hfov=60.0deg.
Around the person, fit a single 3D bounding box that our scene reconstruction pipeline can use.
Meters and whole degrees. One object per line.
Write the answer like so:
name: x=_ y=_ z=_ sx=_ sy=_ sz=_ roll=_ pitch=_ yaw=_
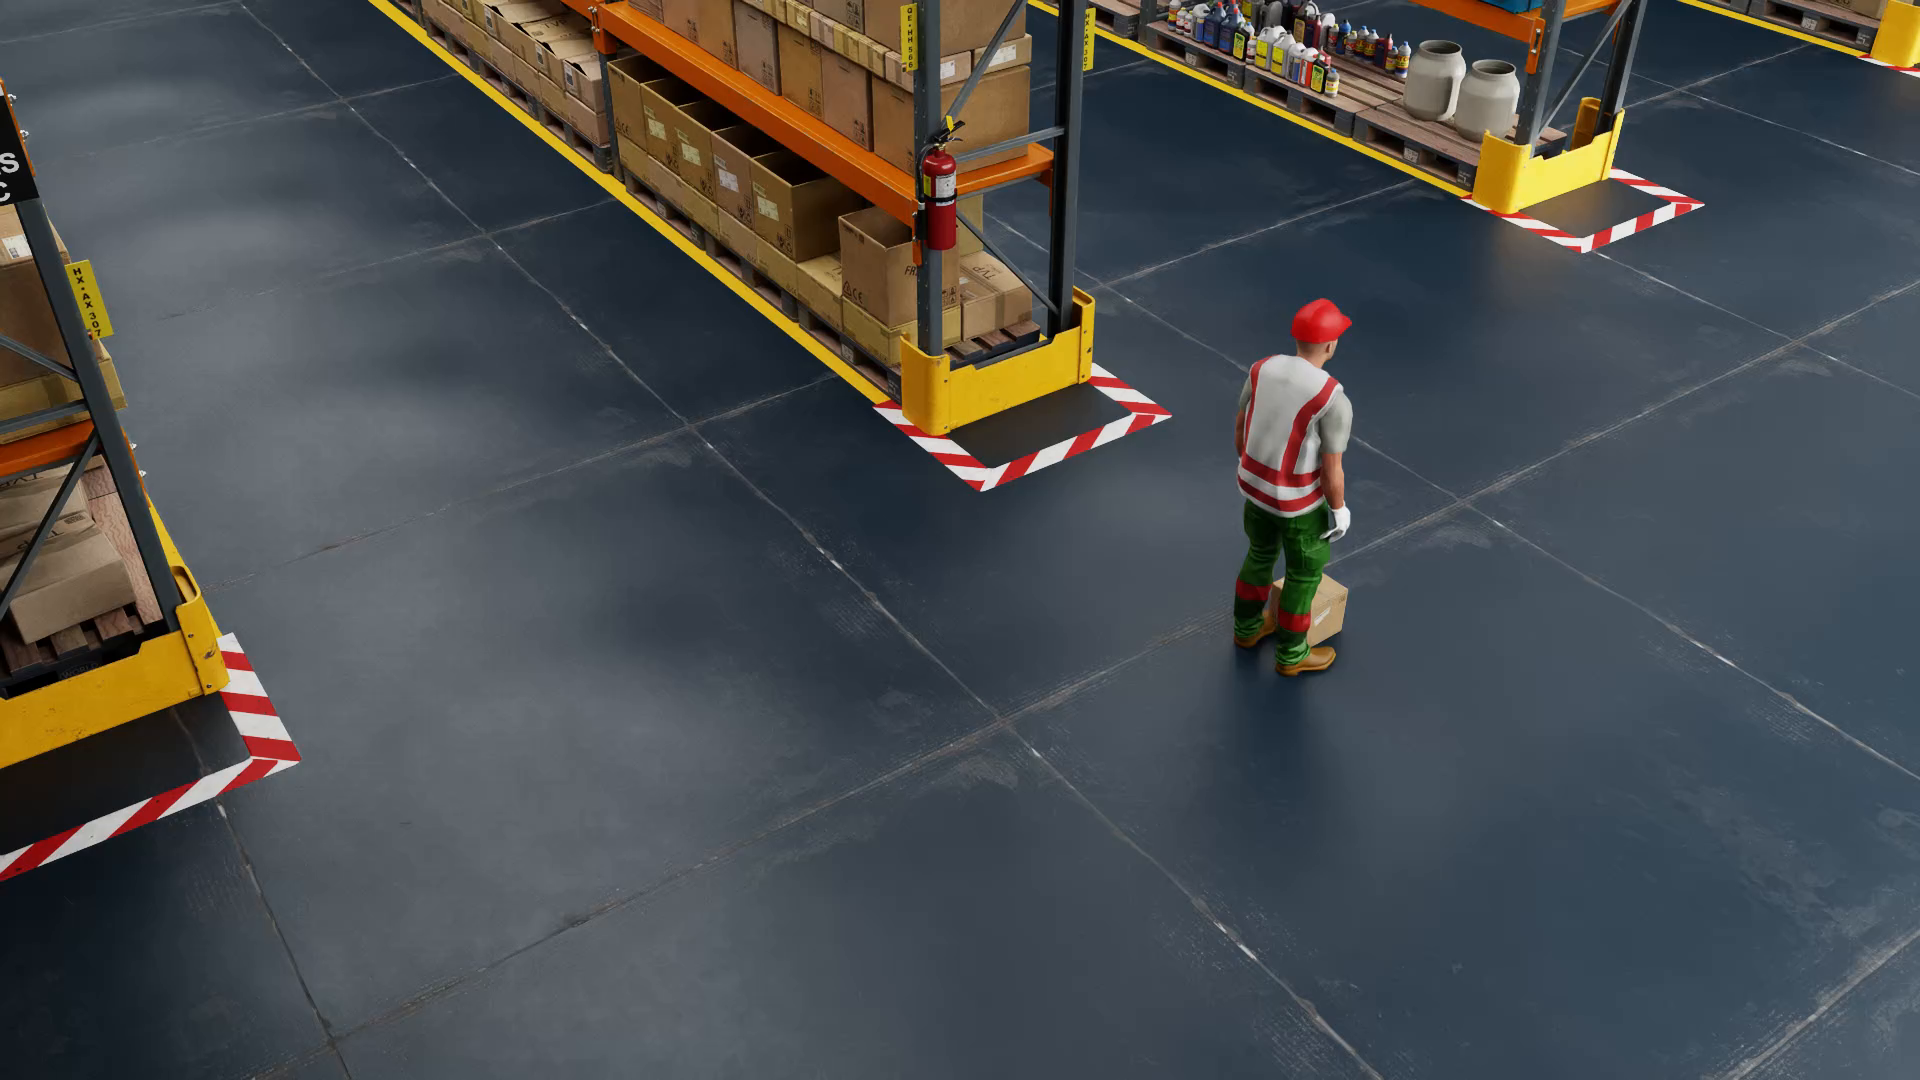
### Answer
person: x=1.453 y=-0.223 z=7.298 sx=0.453 sy=1.778 sz=0.615 roll=-25 pitch=43 yaw=-30
